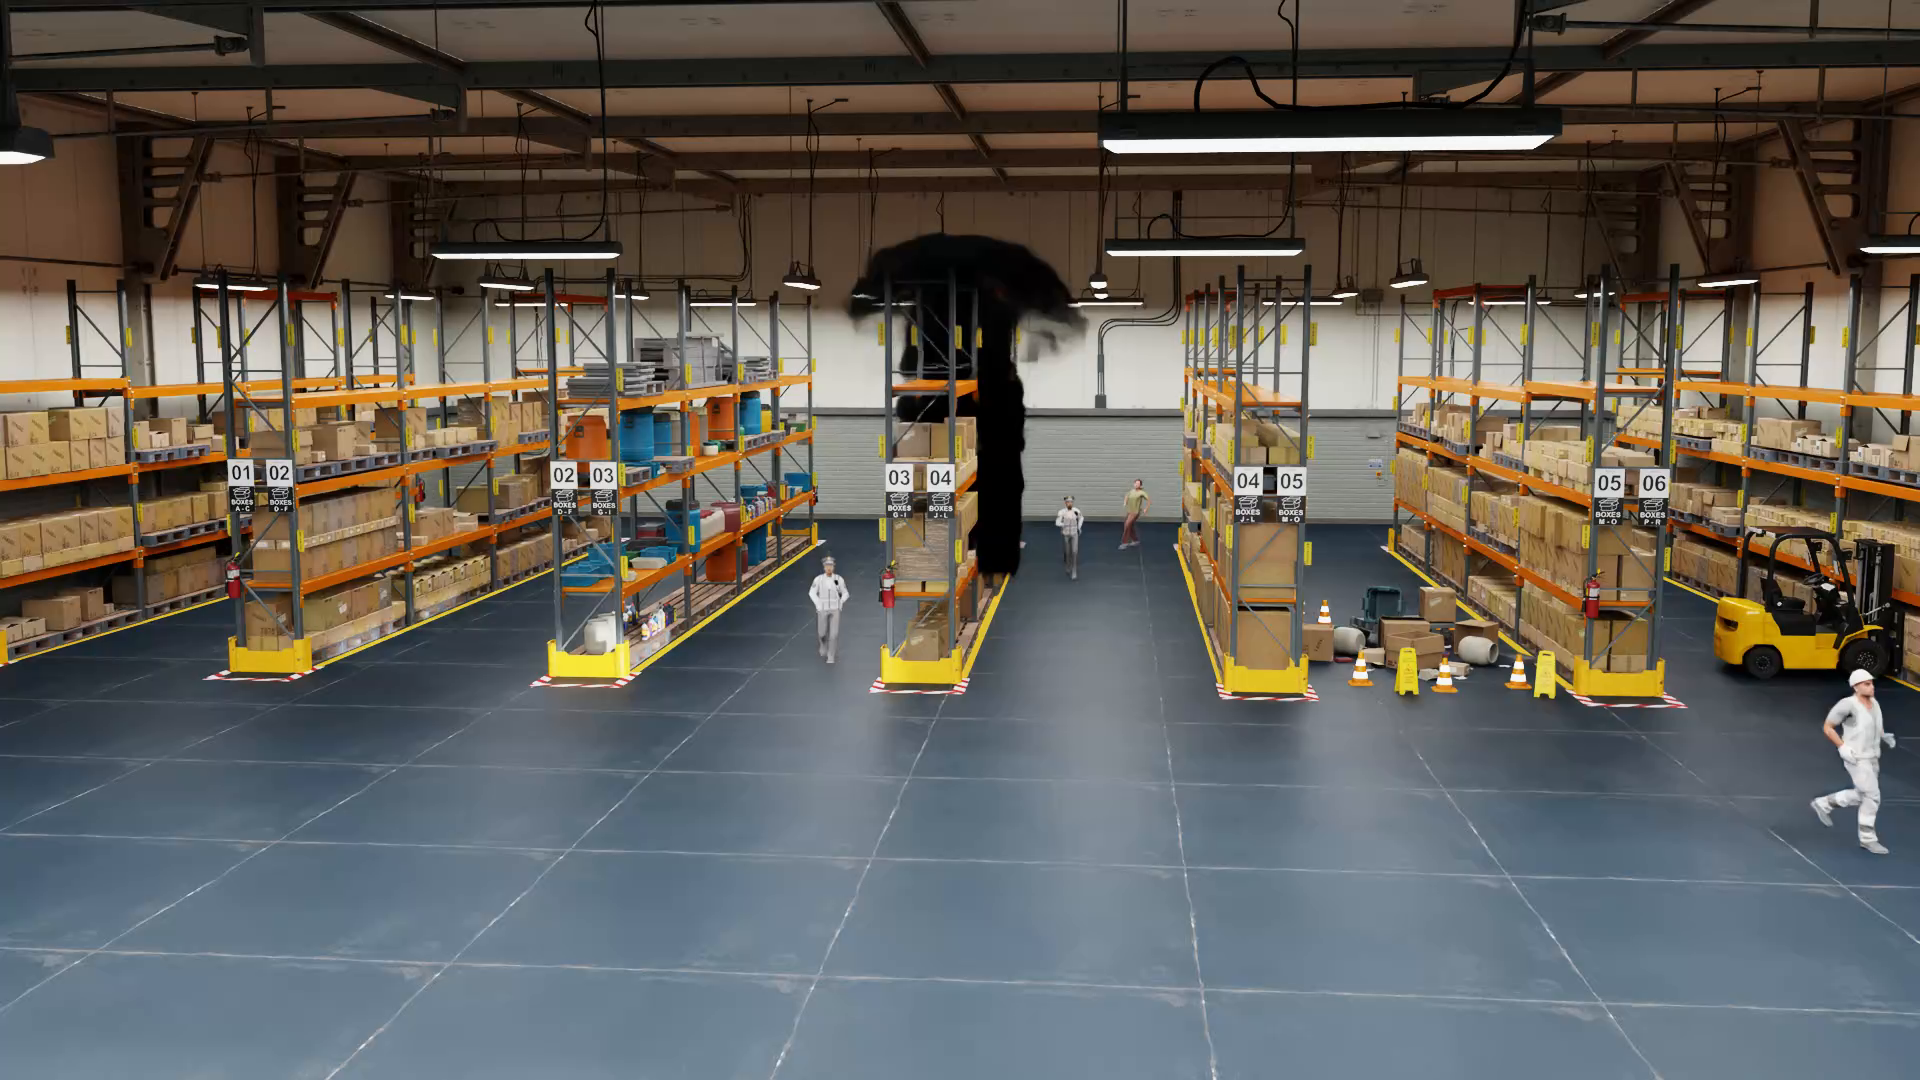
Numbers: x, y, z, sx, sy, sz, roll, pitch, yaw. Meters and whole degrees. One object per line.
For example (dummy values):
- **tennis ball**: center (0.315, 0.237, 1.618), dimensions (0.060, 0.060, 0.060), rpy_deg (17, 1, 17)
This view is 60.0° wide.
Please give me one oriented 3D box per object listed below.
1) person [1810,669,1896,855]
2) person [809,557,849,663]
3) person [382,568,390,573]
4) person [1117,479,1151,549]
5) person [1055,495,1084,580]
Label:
- **person**: center (8.834, 2.146, 16.416), dimensions (0.626, 1.779, 0.816), rpy_deg (-4, 8, -30)
- **person**: center (-2.014, 1.073, 25.656), dimensions (0.614, 1.648, 0.571), rpy_deg (-1, 7, -5)
- **person**: center (-11.729, 0.068, 33.831), dimensions (0.612, 1.615, 0.894), rpy_deg (0, 7, -1)
- **person**: center (4.111, -0.601, 39.625), dimensions (0.799, 1.620, 0.615), rpy_deg (-6, 9, -39)
- **person**: center (2.300, -0.078, 34.913), dimensions (0.603, 1.742, 0.839), rpy_deg (0, 7, 1)
